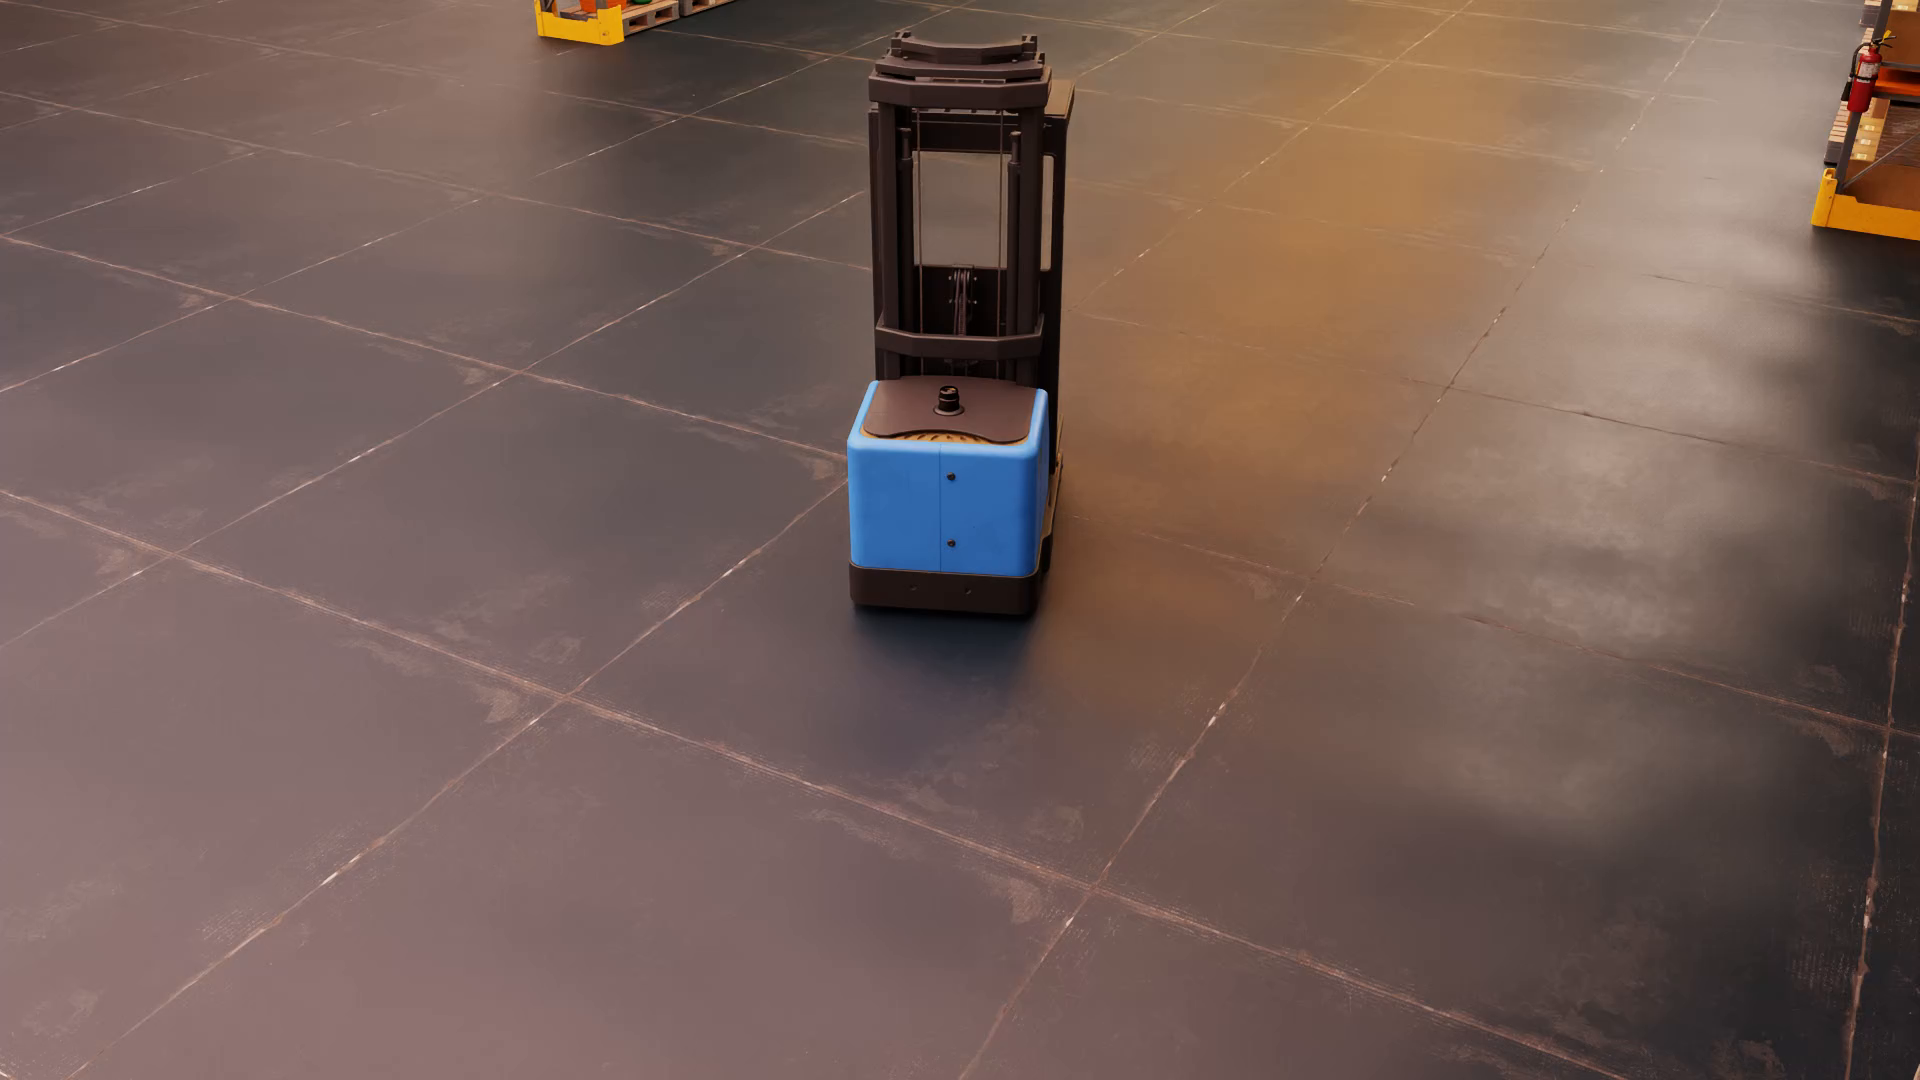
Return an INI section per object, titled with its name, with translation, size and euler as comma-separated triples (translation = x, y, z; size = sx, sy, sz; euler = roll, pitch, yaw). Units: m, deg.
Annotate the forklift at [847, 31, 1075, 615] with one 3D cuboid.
[forklift]
translation = 0.072, -1.572, 9.794
size = 1.130, 2.935, 3.031
euler = 3, 30, 6
